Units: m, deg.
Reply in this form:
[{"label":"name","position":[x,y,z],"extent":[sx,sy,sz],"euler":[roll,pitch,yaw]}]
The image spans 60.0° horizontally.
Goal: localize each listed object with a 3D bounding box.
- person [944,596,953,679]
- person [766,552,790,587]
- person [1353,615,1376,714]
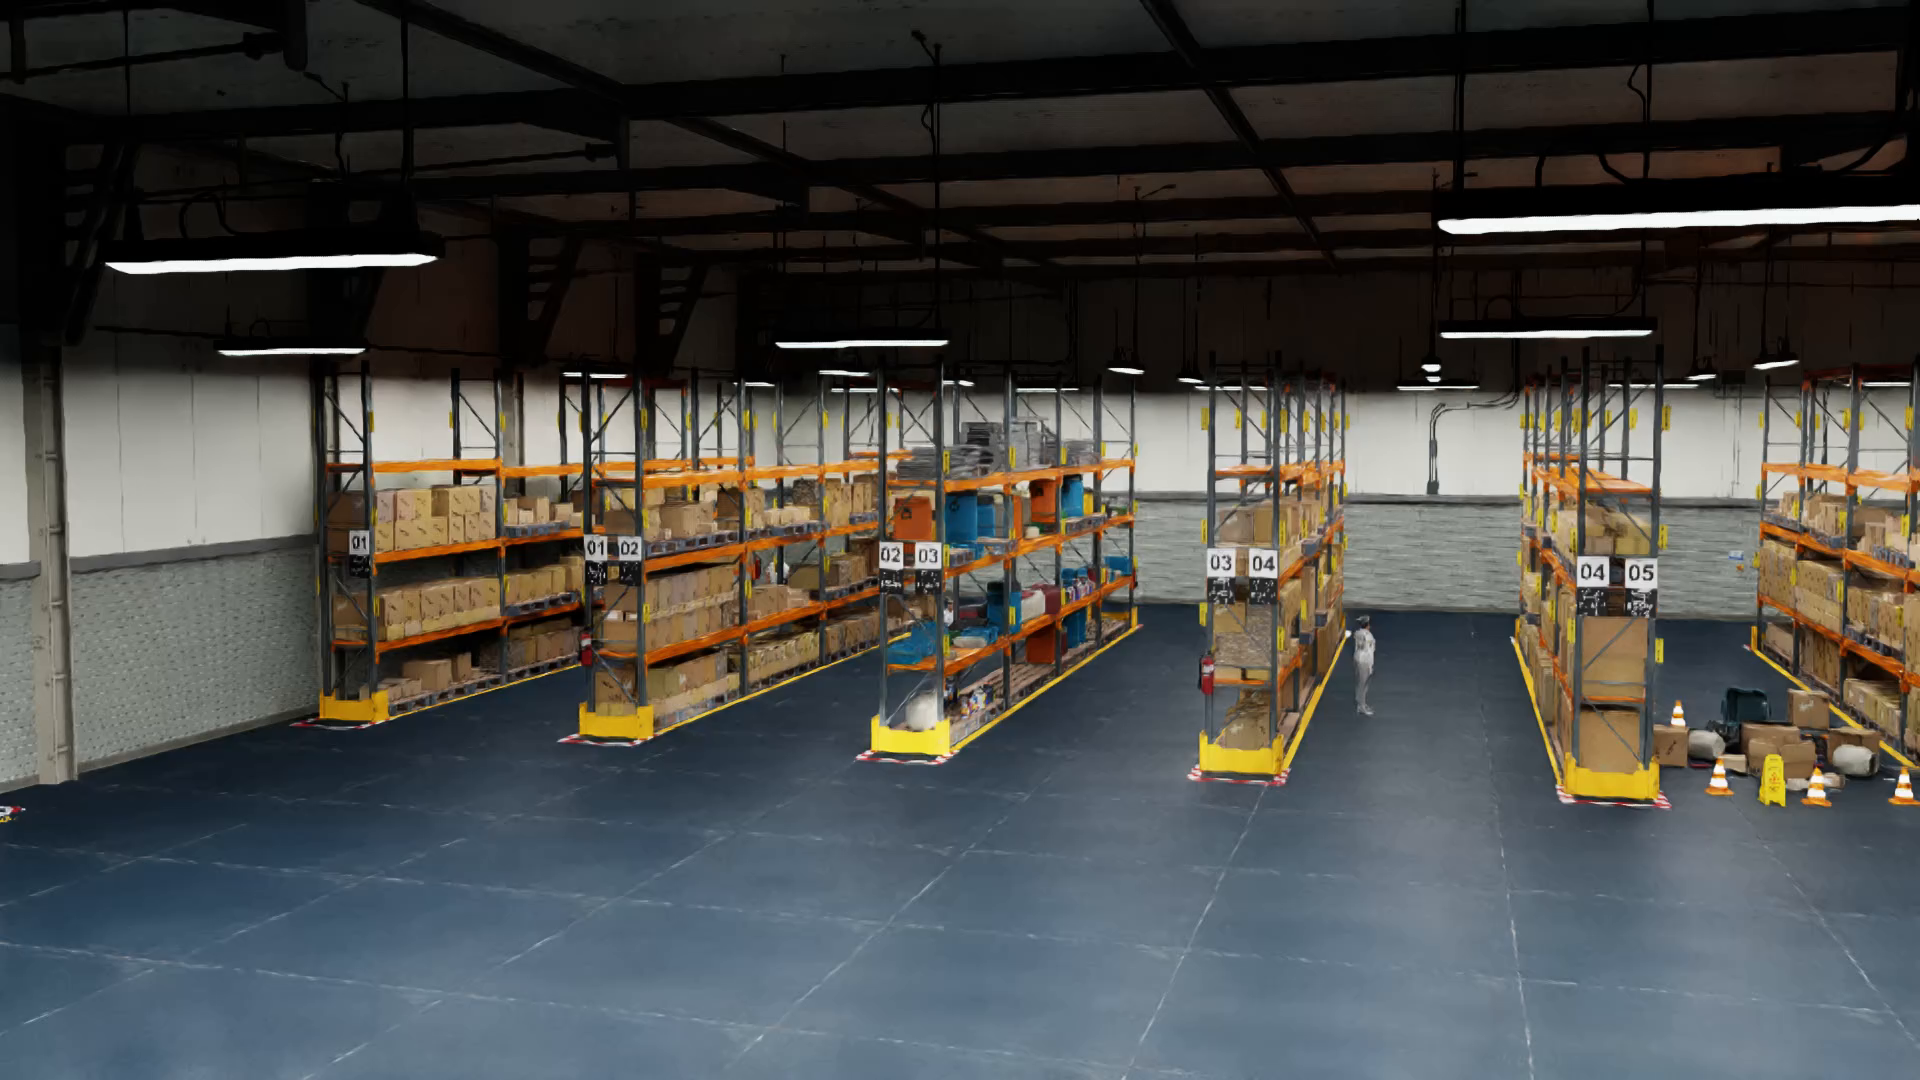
[{"label":"person","position":[-0.170,1.877,32.381],"extent":[0.495,1.587,1.086],"euler":[1,4,19]},{"label":"person","position":[-4.580,1.153,42.000],"extent":[0.682,1.711,0.536],"euler":[1,4,14]},{"label":"person","position":[6.955,2.118,28.503],"extent":[0.416,1.677,0.537],"euler":[-1,4,-13]}]
